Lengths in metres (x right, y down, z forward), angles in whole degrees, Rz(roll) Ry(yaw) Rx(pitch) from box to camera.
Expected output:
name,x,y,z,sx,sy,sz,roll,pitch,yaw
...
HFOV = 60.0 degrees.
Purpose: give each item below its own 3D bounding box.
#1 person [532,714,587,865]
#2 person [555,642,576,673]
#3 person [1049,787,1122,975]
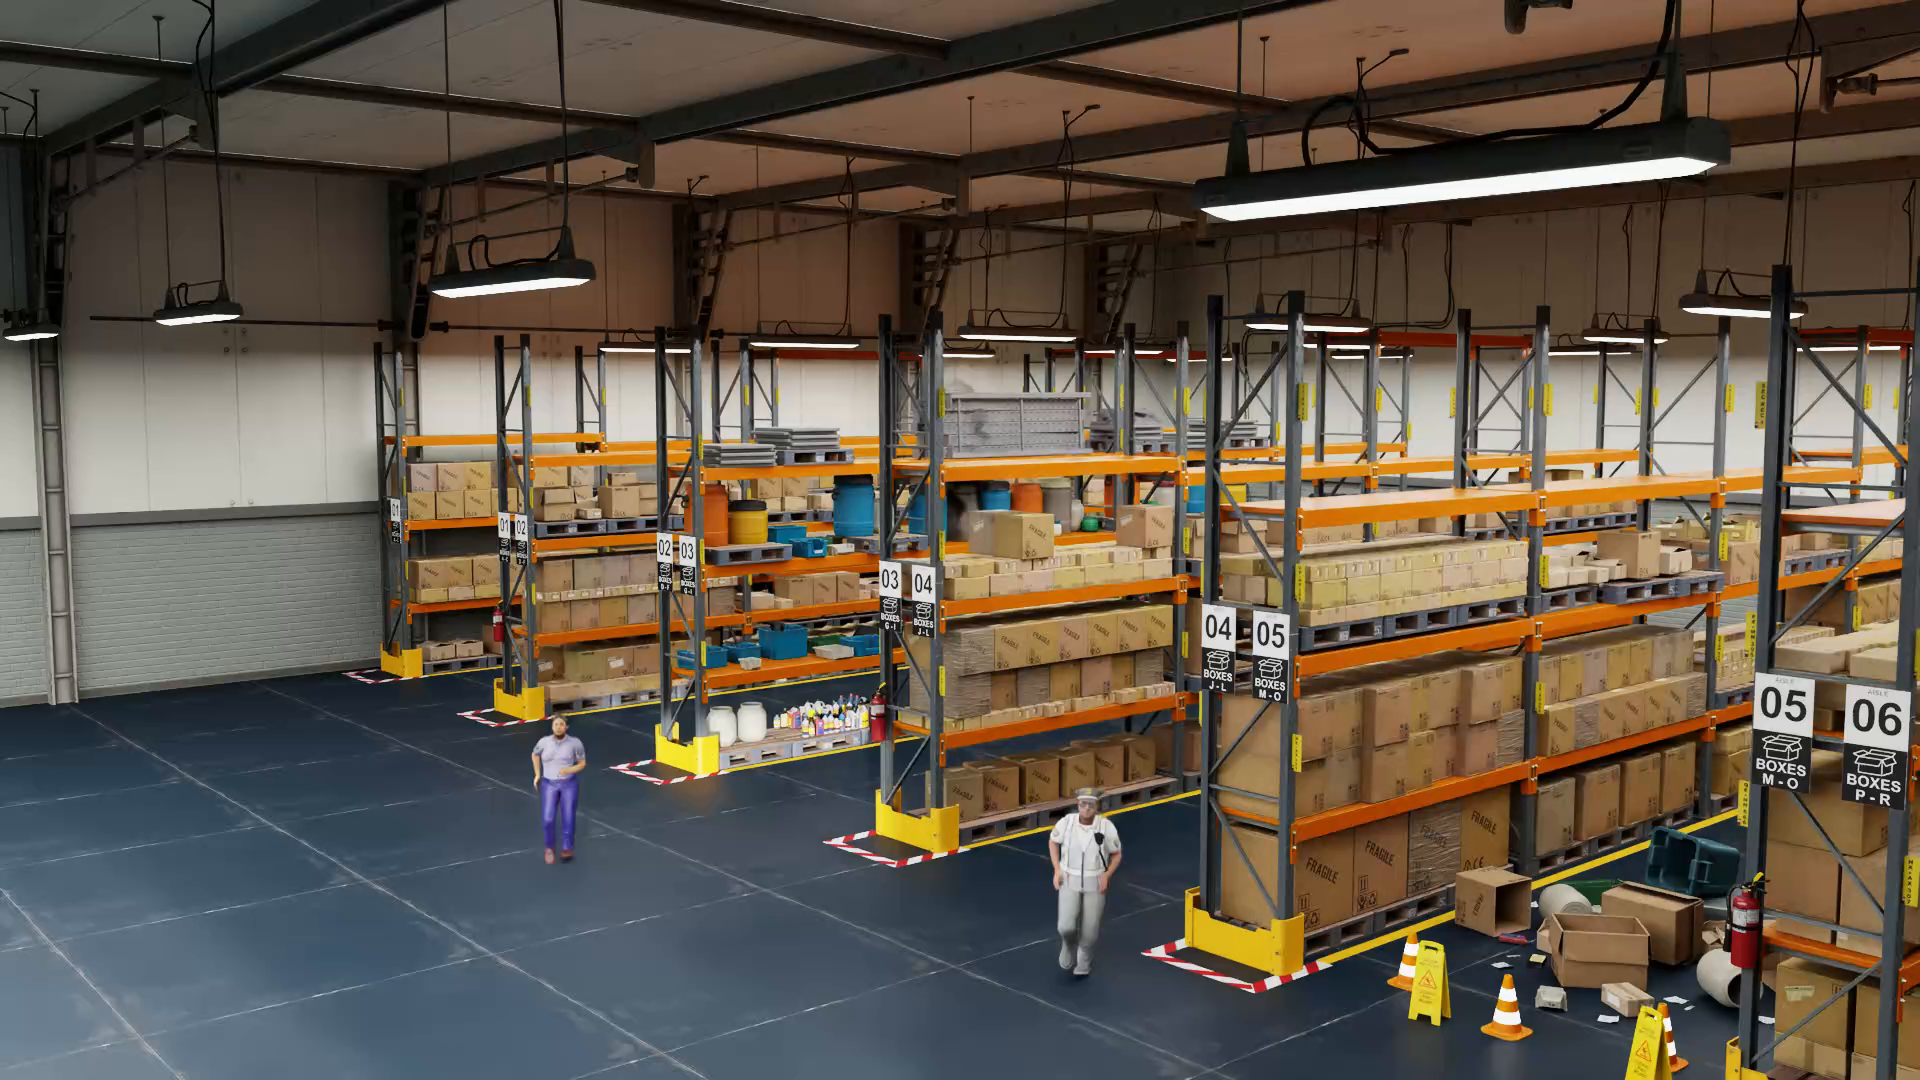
name,x,y,z,sx,sy,sz,roll,pitch,yaw
person,-4.346,2.712,18.037,0.587,1.640,0.648,-1,5,-11
person,-6.745,1.739,28.666,0.589,1.635,0.802,5,7,43
person,1.084,2.990,14.506,0.646,1.720,0.590,1,5,8
